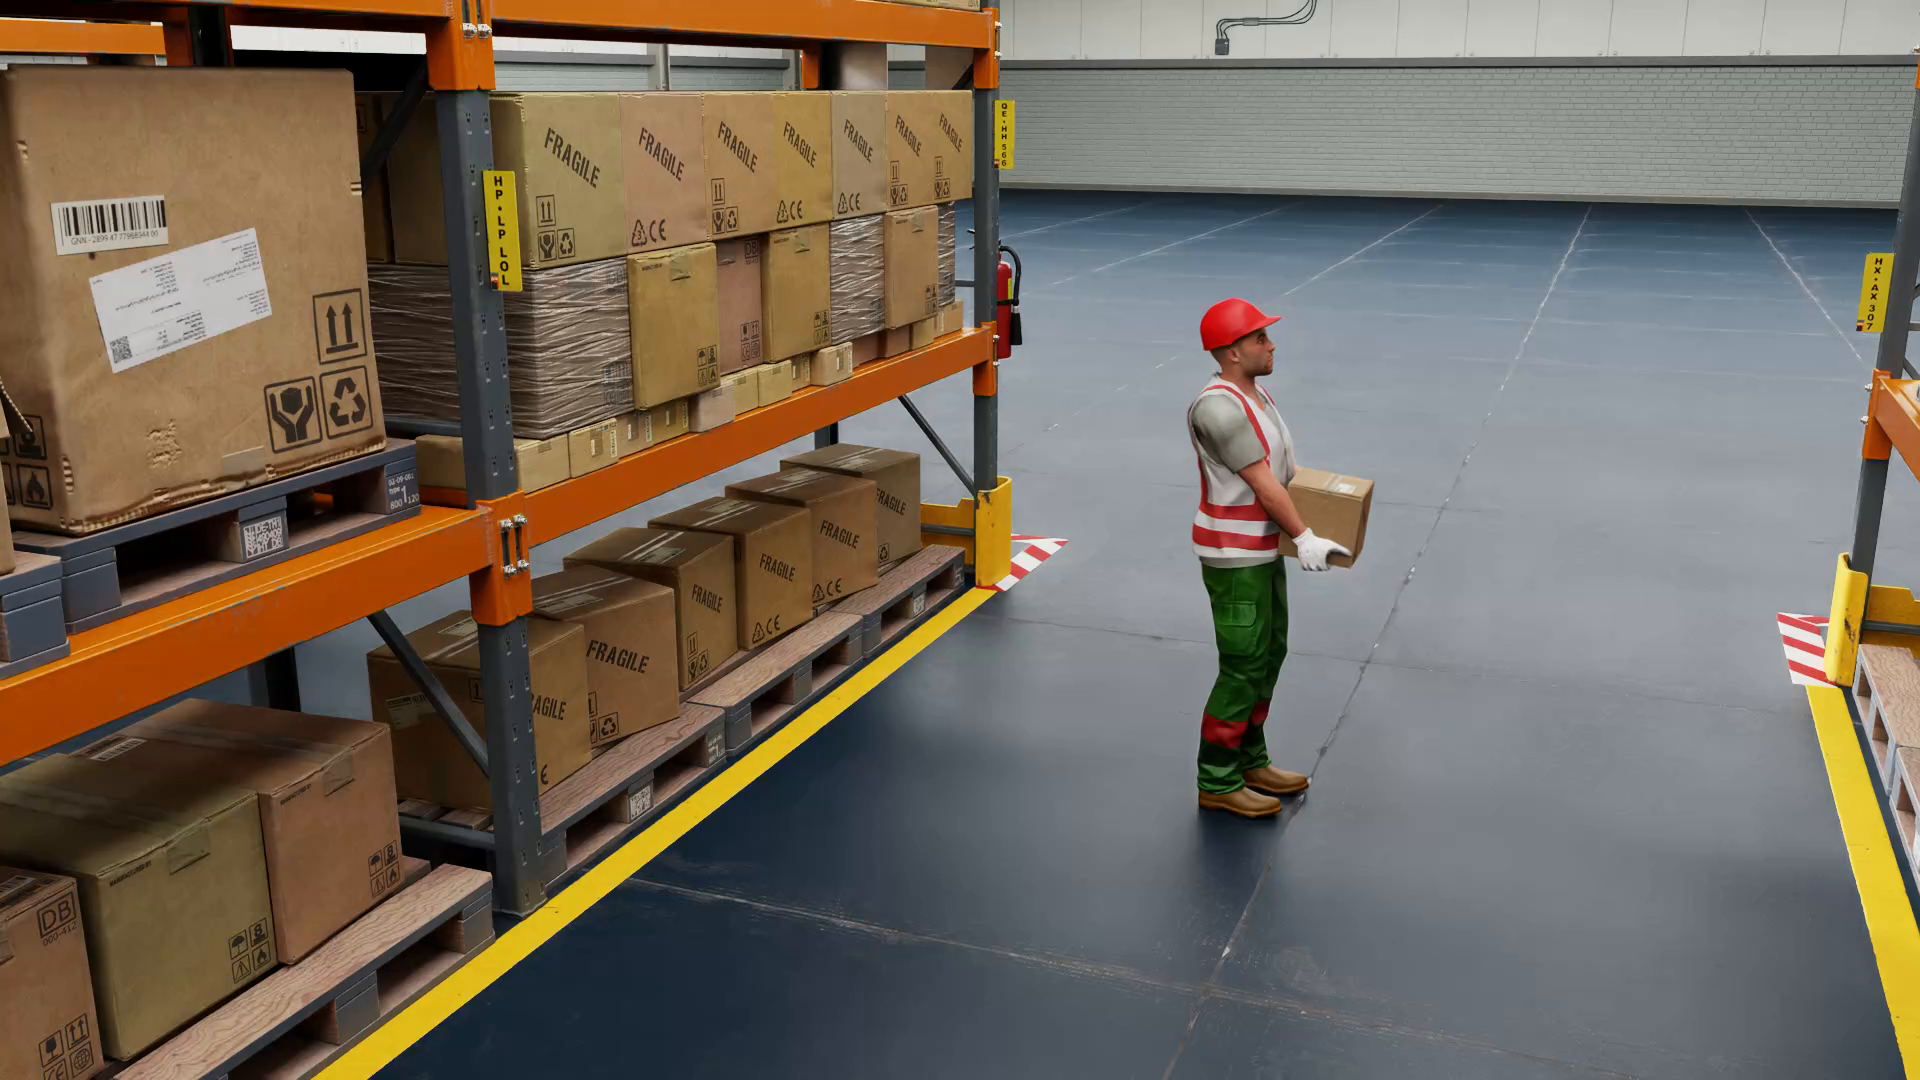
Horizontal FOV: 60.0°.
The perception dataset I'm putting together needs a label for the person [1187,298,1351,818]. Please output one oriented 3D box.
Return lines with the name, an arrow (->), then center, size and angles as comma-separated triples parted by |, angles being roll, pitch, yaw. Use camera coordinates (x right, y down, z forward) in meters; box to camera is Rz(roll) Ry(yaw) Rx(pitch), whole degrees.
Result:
person -> 1.080, 0.066, 5.746 | 0.573, 1.782, 0.494 | 6, 16, 21
